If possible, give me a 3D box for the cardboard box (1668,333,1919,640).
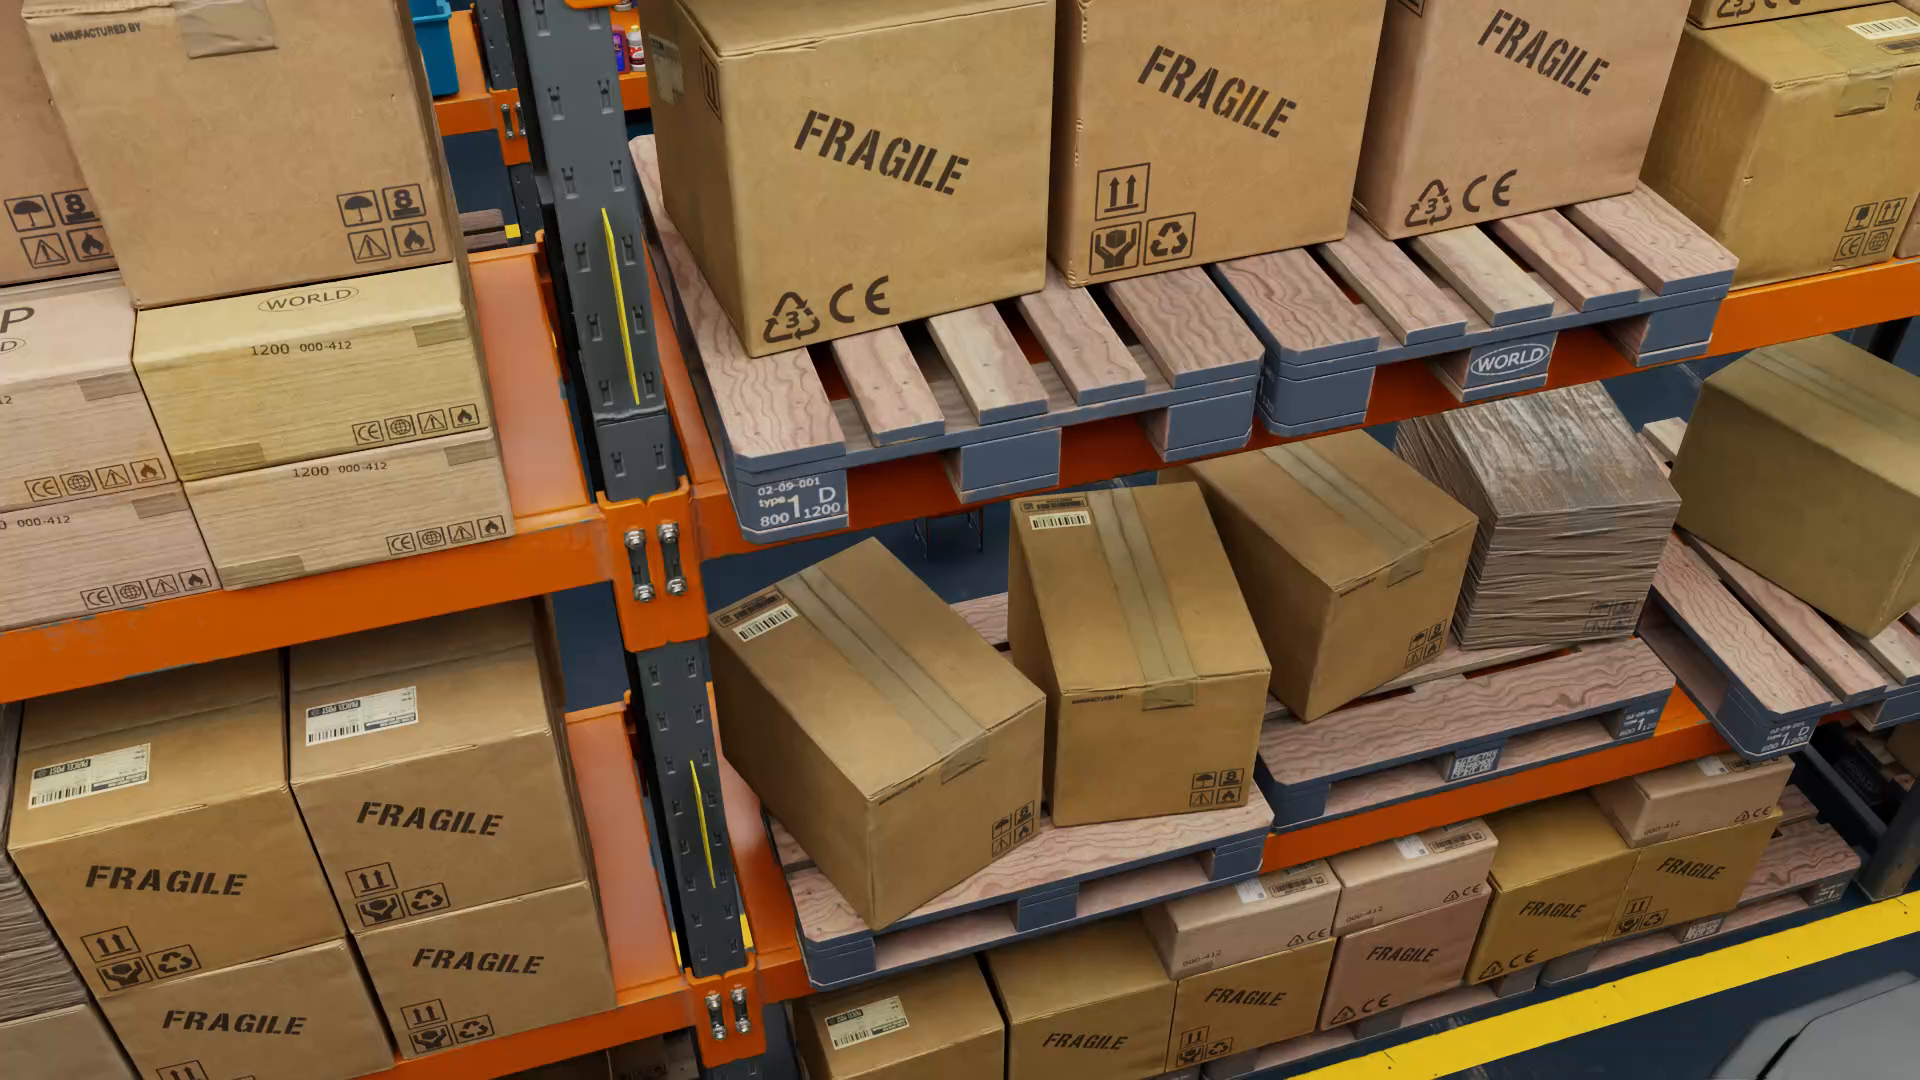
[{"bbox_3d":[2.521,-0.186,4.788,0.500,0.500,0.700,-26,48,-27],"label":"cardboard box"}]

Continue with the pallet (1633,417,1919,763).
[{"bbox_3d":[2.462,0.065,5.042,1.003,0.211,1.213,-12,42,-13],"label":"pallet"}]

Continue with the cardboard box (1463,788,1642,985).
[{"bbox_3d":[1.772,1.024,5.363,0.500,0.500,0.500,-13,43,-15],"label":"cardboard box"}]

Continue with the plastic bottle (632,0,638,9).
[{"bbox_3d":[-1.585,-2.811,8.281,0.135,0.276,0.152,-12,42,-13],"label":"plastic bottle"}]

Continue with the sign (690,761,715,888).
[{"bbox_3d":[-0.558,0.618,3.605,0.005,0.325,0.100,-12,42,-13],"label":"sign"}]

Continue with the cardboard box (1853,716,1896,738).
[{"bbox_3d":[3.516,0.435,6.243,0.500,0.250,0.500,-11,42,-12],"label":"cardboard box"}]

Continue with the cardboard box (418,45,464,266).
[{"bbox_3d":[-1.266,-0.716,3.244,0.500,0.250,0.500,-12,42,-13],"label":"cardboard box"}]

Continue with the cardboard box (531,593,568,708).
[{"bbox_3d":[-1.262,0.107,4.011,0.500,0.500,0.500,-11,42,-12],"label":"cardboard box"}]

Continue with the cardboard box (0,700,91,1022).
[{"bbox_3d":[-2.101,0.656,3.384,0.500,0.500,0.500,-11,42,-13],"label":"cardboard box"}]

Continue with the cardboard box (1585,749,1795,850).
[{"bbox_3d":[2.213,0.654,5.218,0.500,0.250,0.500,-10,42,-11],"label":"cardboard box"}]

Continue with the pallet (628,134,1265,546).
[{"bbox_3d":[-0.085,-0.539,3.450,1.003,0.211,1.213,-12,42,-13],"label":"pallet"}]

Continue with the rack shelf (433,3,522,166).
[{"bbox_3d":[-4.120,-1.838,7.621,4.000,0.370,1.077,-12,42,-13],"label":"rack shelf"}]

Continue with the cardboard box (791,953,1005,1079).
[{"bbox_3d":[-0.193,1.438,4.890,0.500,0.500,0.500,-14,43,-15],"label":"cardboard box"}]

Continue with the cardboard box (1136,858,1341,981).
[{"bbox_3d":[0.761,0.958,4.869,0.500,0.250,0.500,-12,42,-13],"label":"cardboard box"}]

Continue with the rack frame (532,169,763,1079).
[{"bbox_3d":[-0.728,0.605,4.278,0.127,3.000,1.000,-12,42,-13],"label":"rack frame"}]

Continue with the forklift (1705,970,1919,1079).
[{"bbox_3d":[1.476,2.152,2.559,1.130,2.935,3.031,-31,50,-31],"label":"forklift"}]

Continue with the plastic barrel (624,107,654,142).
[{"bbox_3d":[-1.688,-1.969,8.500,0.708,0.901,0.600,-12,42,-13],"label":"plastic barrel"}]

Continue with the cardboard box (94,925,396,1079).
[{"bbox_3d":[-1.619,0.930,3.830,0.500,0.500,0.500,-11,42,-12],"label":"cardboard box"}]

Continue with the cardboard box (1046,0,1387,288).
[{"bbox_3d":[0.405,-0.958,3.315,0.600,0.600,0.600,-12,43,-14],"label":"cardboard box"}]

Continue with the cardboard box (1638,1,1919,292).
[{"bbox_3d":[1.699,-1.042,3.807,0.500,0.500,0.910,-12,42,-13],"label":"cardboard box"}]

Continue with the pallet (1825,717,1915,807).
[{"bbox_3d":[3.884,0.726,6.258,1.213,0.211,1.003,-12,42,-13],"label":"pallet"}]

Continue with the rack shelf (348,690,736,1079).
[{"bbox_3d":[-2.635,1.271,4.062,4.000,0.370,1.077,-12,42,-13],"label":"rack shelf"}]

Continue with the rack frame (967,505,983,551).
[{"bbox_3d":[0.065,-0.409,6.920,0.008,1.050,0.200,-12,42,-13],"label":"rack frame"}]

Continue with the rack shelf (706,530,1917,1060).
[{"bbox_3d":[1.180,0.481,4.967,4.000,0.370,1.077,-12,42,-13],"label":"rack shelf"}]

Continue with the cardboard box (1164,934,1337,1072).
[{"bbox_3d":[0.791,1.231,5.126,0.500,0.500,0.500,-11,42,-13],"label":"cardboard box"}]

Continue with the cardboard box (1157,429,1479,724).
[{"bbox_3d":[0.939,0.021,4.551,0.500,0.500,0.700,-22,46,-24],"label":"cardboard box"}]

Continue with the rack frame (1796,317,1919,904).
[{"bbox_3d":[3.087,-0.186,5.183,0.127,3.000,1.000,-12,42,-13],"label":"rack frame"}]

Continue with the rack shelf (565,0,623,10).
[{"bbox_3d":[1.180,-1.628,3.125,4.000,0.370,1.077,-12,42,-13],"label":"rack shelf"}]

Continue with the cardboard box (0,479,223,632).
[{"bbox_3d":[-1.592,-0.113,2.934,0.500,0.250,0.500,-12,42,-13],"label":"cardboard box"}]

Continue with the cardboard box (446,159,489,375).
[{"bbox_3d":[-1.266,-0.527,3.408,0.500,0.250,0.500,-12,42,-13],"label":"cardboard box"}]

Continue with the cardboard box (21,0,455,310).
[{"bbox_3d":[-1.180,-0.819,2.792,0.500,0.500,0.700,-12,42,-13],"label":"cardboard box"}]

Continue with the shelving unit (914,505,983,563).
[{"bbox_3d":[-0.051,-0.385,6.893,0.252,1.050,0.215,-12,42,-13],"label":"shelving unit"}]
